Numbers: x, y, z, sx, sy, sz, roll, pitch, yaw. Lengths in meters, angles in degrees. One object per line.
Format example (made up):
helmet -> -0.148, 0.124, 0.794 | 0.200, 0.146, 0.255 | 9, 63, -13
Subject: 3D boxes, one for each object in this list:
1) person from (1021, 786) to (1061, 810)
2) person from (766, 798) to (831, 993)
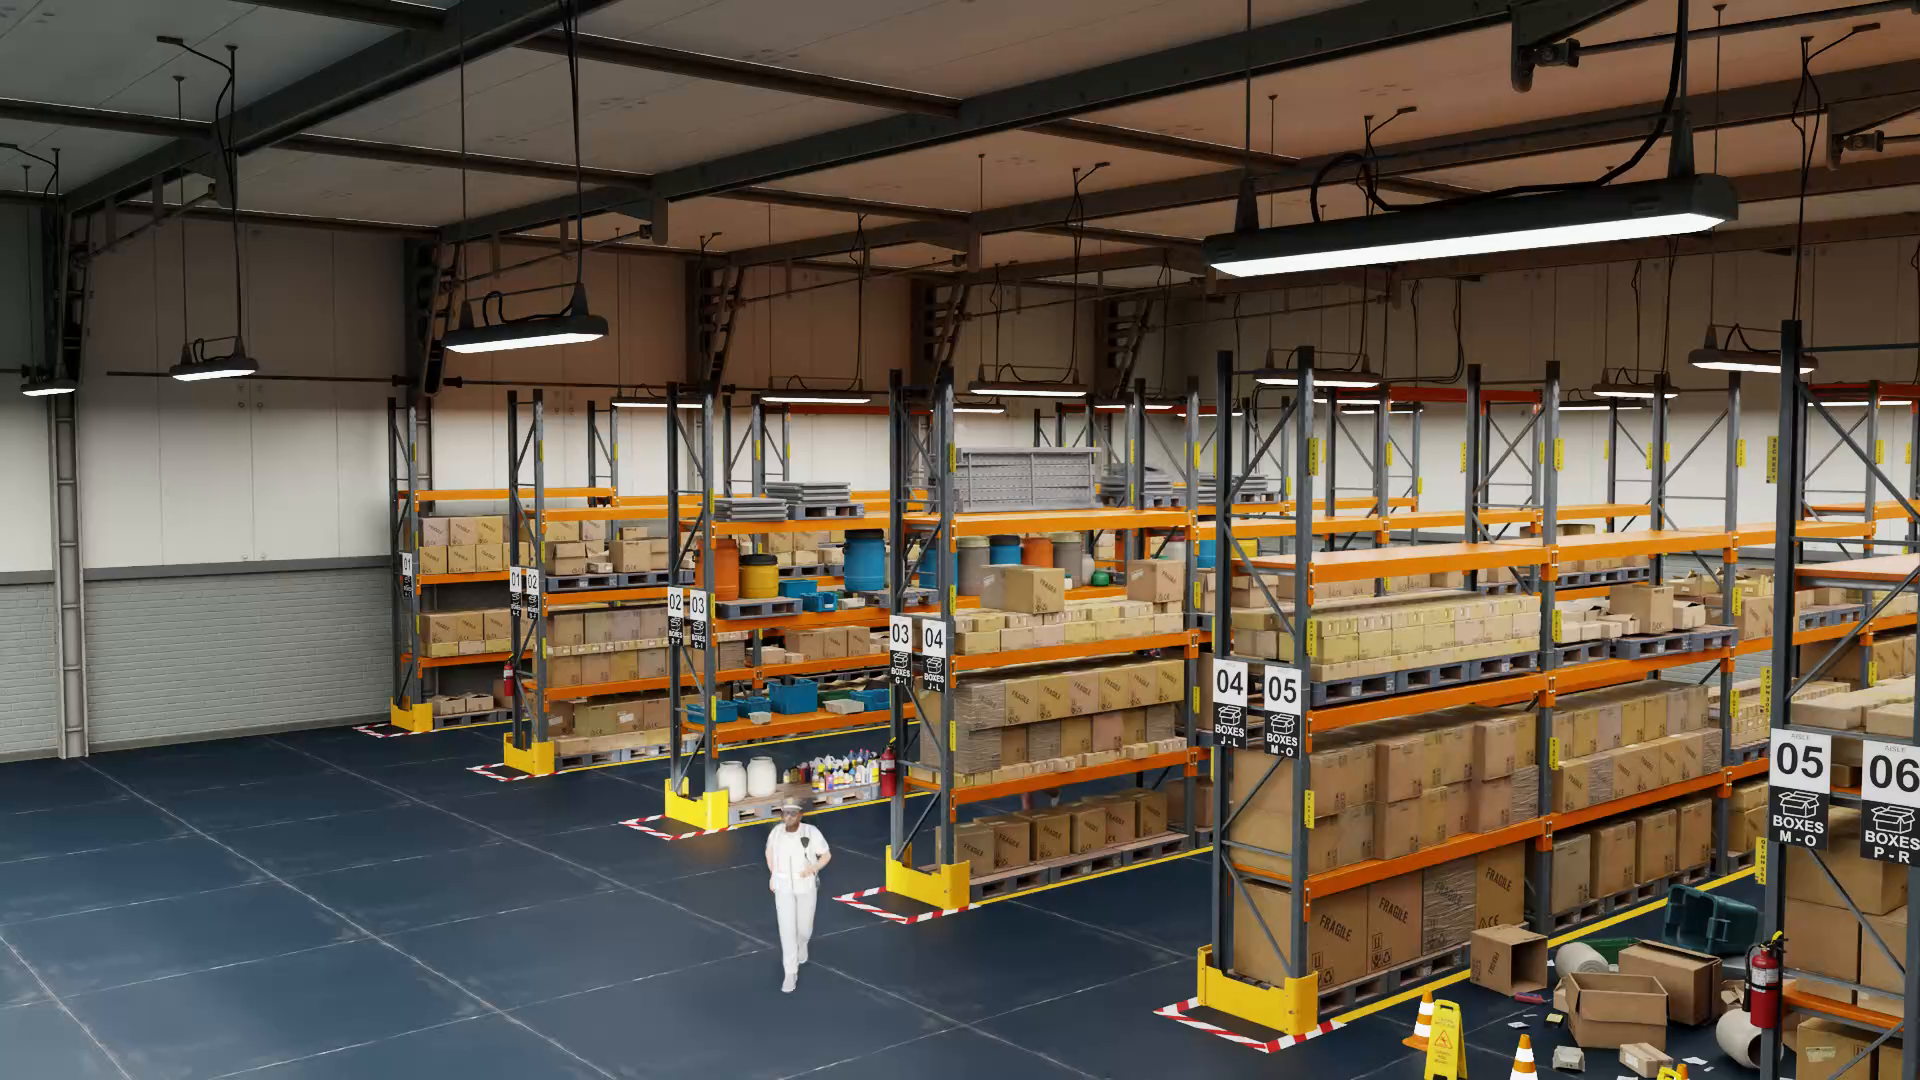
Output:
person -> 1.075, 3.001, 23.002 | 0.589, 1.635, 0.802 | 3, 4, 42
person -> -1.568, 3.350, 16.016 | 0.651, 1.795, 0.876 | 0, 3, 1
